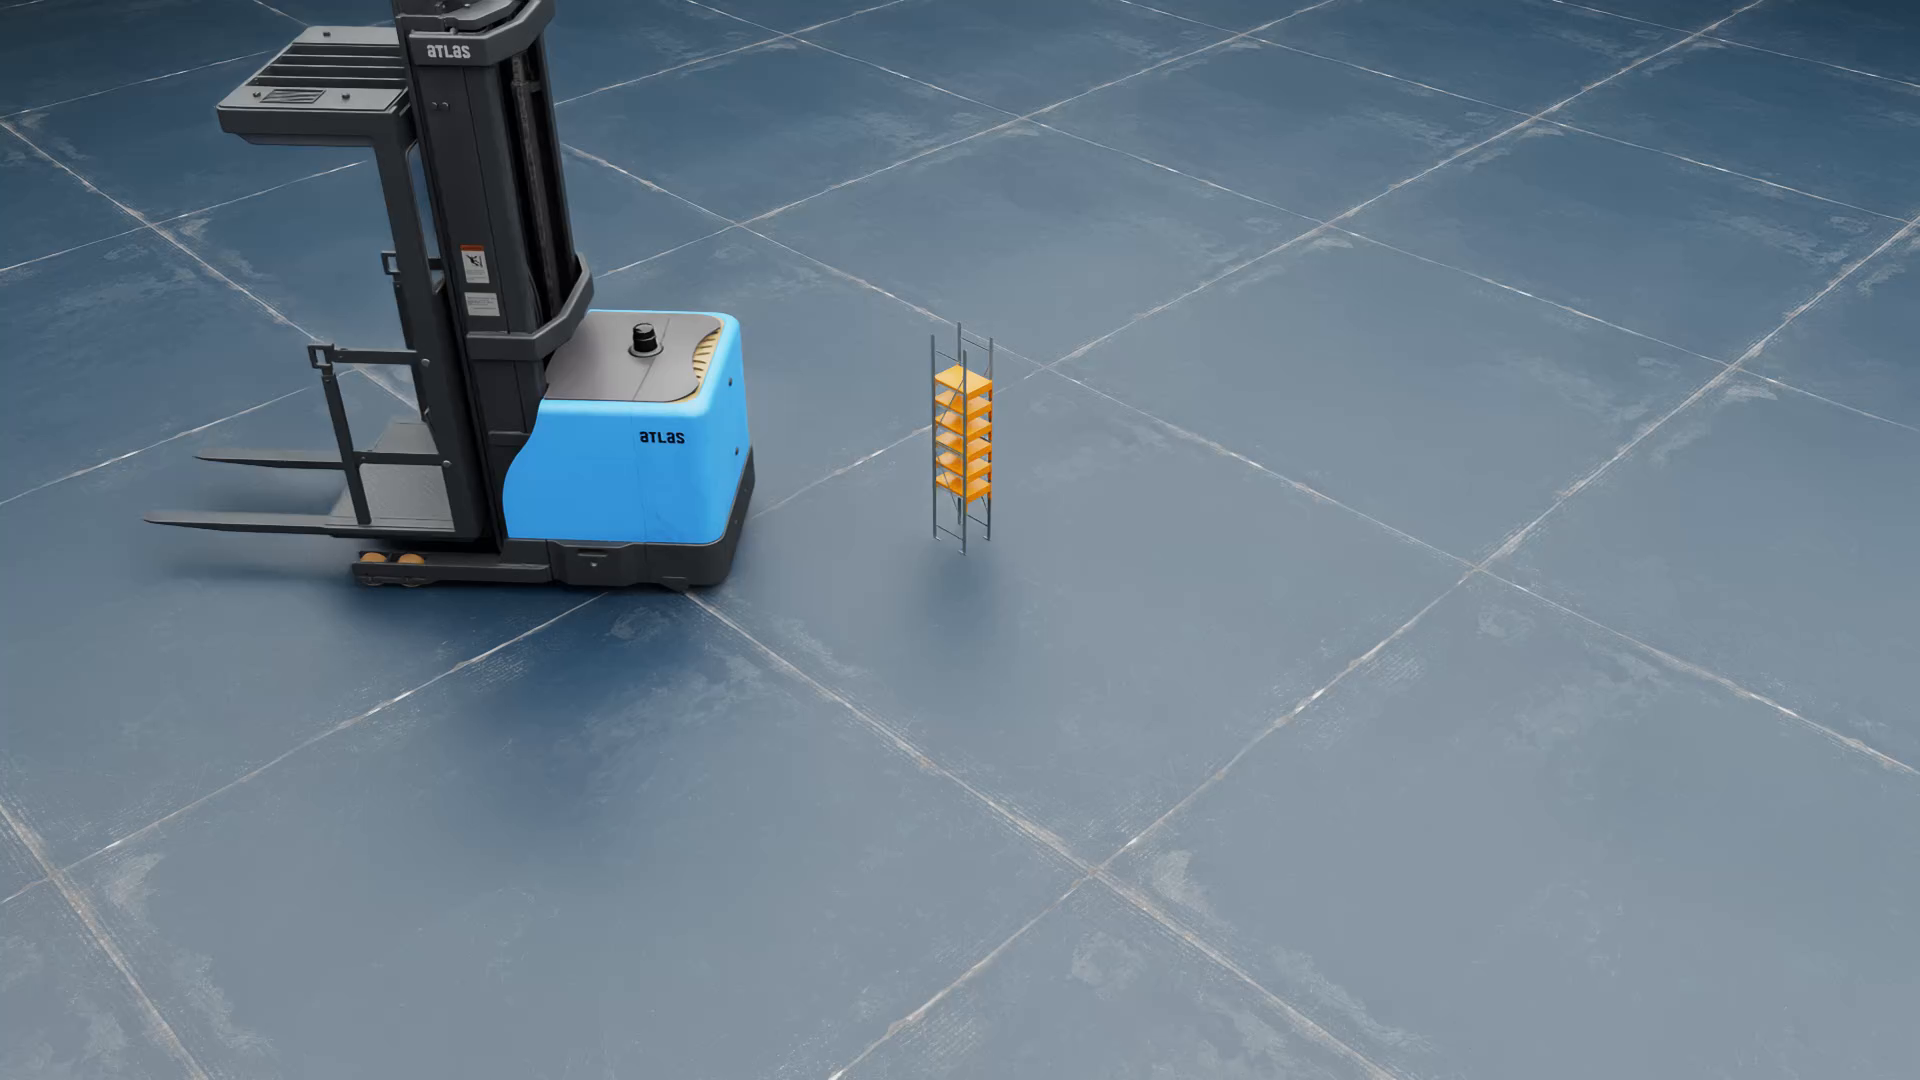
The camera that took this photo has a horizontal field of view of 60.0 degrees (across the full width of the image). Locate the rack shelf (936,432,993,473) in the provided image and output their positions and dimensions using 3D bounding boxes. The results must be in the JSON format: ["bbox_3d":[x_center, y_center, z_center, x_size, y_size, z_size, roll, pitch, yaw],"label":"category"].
[{"bbox_3d":[0.010,-0.462,8.431,0.258,0.103,0.180,30,45,35],"label":"rack shelf"}]

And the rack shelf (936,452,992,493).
[{"bbox_3d":[0.010,-0.363,8.500,0.258,0.103,0.180,30,45,35],"label":"rack shelf"}]

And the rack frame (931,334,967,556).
[{"bbox_3d":[-0.054,-0.461,8.353,0.240,1.200,0.006,30,45,35],"label":"rack frame"}]

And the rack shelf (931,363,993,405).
[{"bbox_3d":[0.010,-0.757,8.225,0.258,0.103,0.180,30,45,35],"label":"rack shelf"}]

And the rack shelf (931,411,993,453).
[{"bbox_3d":[0.010,-0.560,8.363,0.258,0.103,0.180,30,45,35],"label":"rack shelf"}]

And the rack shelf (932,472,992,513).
[{"bbox_3d":[0.010,-0.265,8.569,0.258,0.103,0.180,30,45,35],"label":"rack shelf"}]

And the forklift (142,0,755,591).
[{"bbox_3d":[-2.653,-1.265,7.992,3.031,2.935,1.130,2,35,3],"label":"forklift"}]

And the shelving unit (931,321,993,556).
[{"bbox_3d":[0.010,-0.498,8.406,0.258,1.200,0.189,30,45,35],"label":"shelving unit"}]

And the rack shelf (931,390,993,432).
[{"bbox_3d":[0.010,-0.658,8.294,0.258,0.103,0.180,30,45,35],"label":"rack shelf"}]

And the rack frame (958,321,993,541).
[{"bbox_3d":[0.075,-0.535,8.459,0.240,1.200,0.006,30,45,35],"label":"rack frame"}]
